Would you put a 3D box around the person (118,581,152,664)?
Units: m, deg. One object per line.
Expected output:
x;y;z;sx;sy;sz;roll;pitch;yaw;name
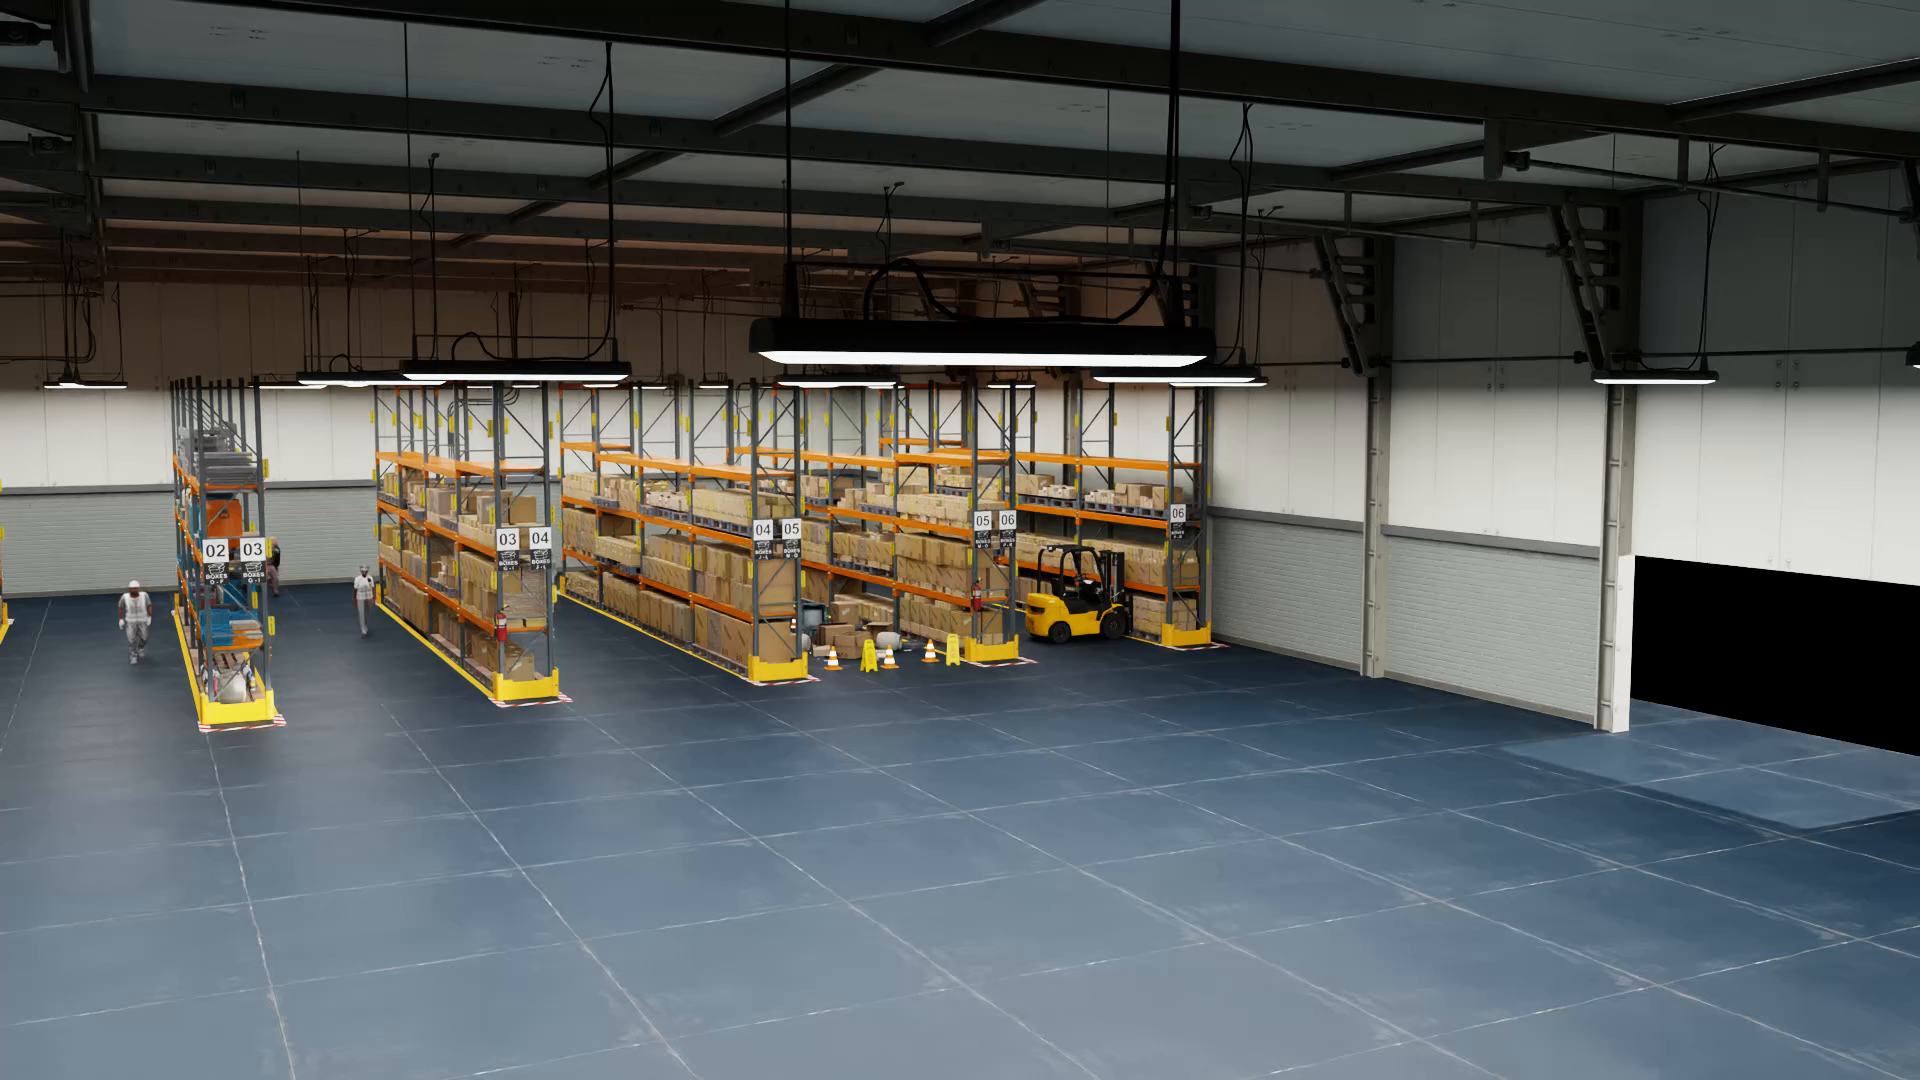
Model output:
-17.484;1.720;35.244;0.640;1.760;0.702;-3;6;-31;person

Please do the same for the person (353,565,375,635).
-14.034;1.400;39.249;0.469;1.623;0.970;-4;6;-38;person

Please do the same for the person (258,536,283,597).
-19.317;0.733;46.573;0.853;1.693;0.545;1;5;10;person

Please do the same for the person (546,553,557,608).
-10.668;1.086;43.113;0.467;1.597;0.383;-4;7;-40;person
